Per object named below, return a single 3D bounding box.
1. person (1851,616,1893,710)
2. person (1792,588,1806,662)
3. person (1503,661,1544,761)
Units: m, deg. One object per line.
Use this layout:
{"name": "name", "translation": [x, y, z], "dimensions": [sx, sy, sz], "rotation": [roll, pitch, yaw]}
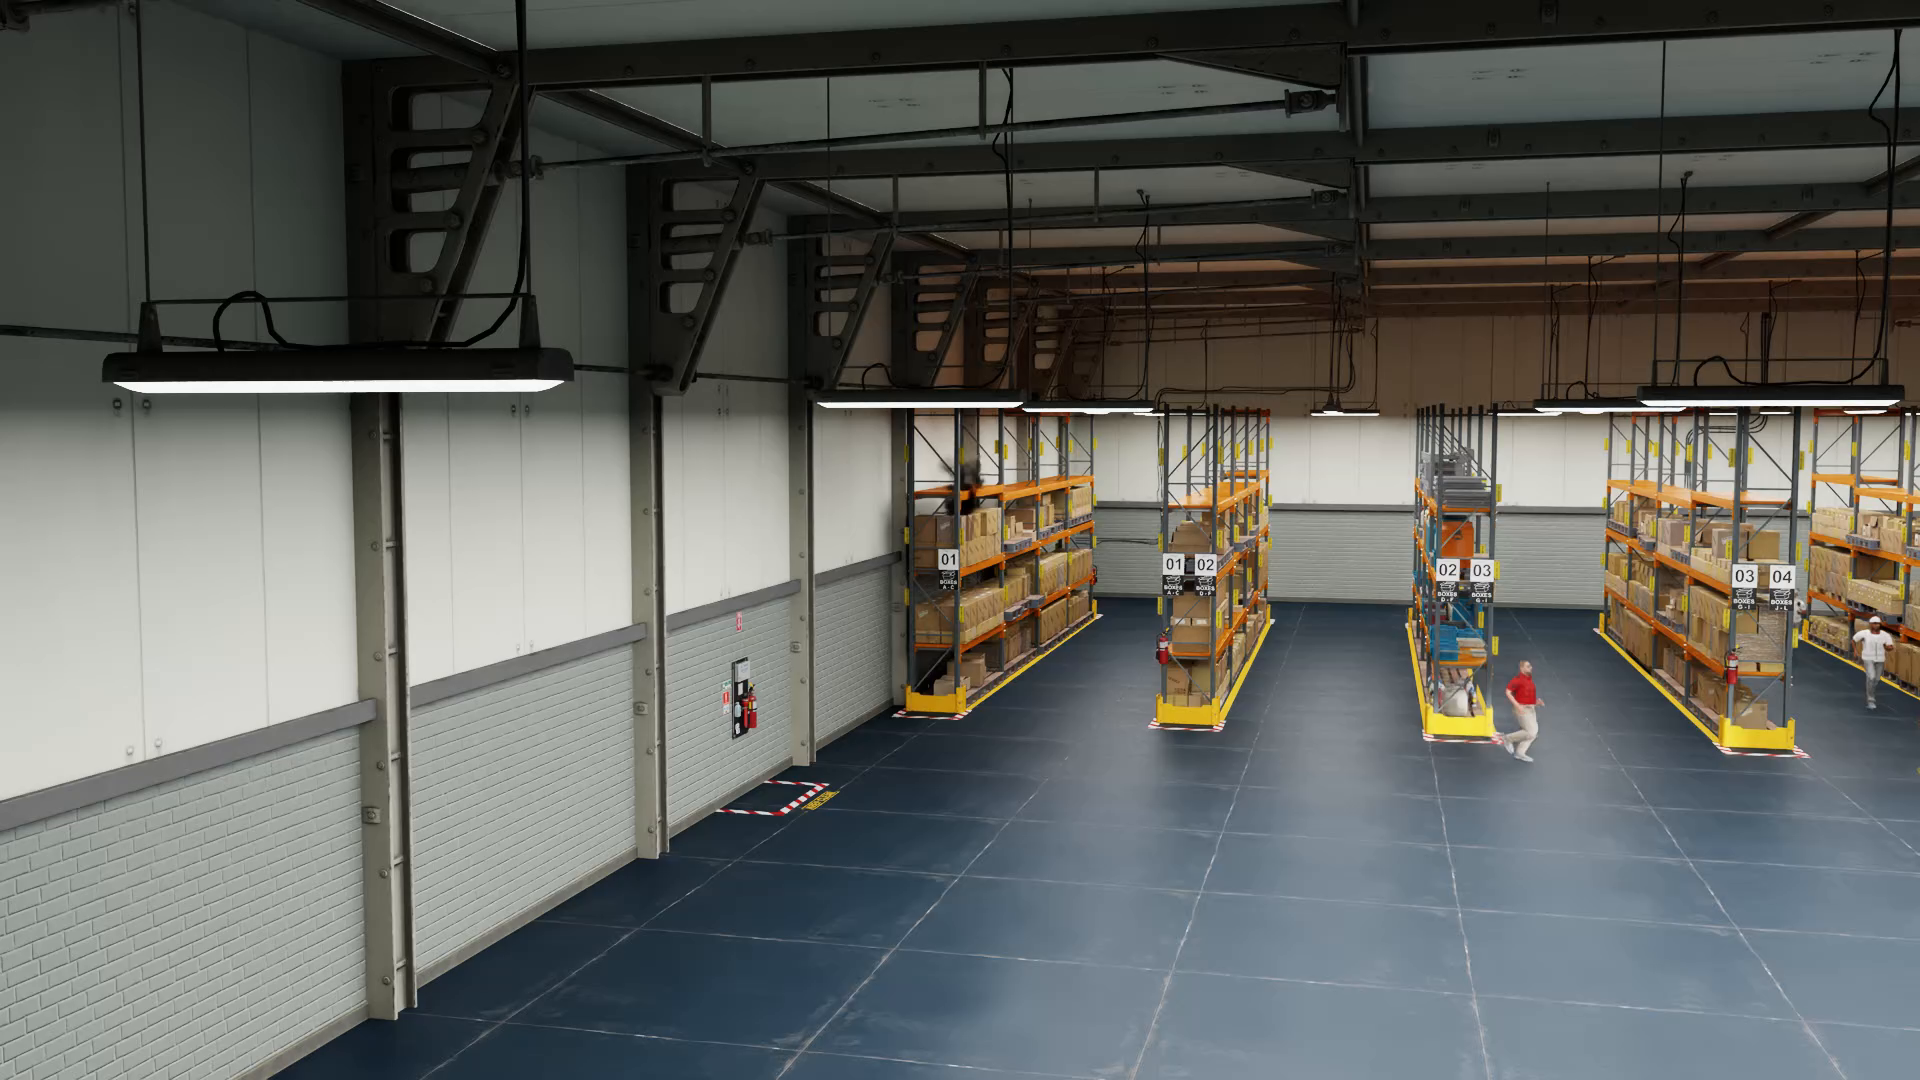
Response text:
{"name": "person", "translation": [18.164, 2.424, 33.078], "dimensions": [0.677, 1.819, 0.820], "rotation": [1, 4, 8]}
{"name": "person", "translation": [19.795, 1.999, 39.544], "dimensions": [0.549, 1.757, 0.762], "rotation": [1, 4, 11]}
{"name": "person", "translation": [9.465, 2.863, 27.878], "dimensions": [0.600, 1.687, 0.665], "rotation": [4, 6, 43]}
